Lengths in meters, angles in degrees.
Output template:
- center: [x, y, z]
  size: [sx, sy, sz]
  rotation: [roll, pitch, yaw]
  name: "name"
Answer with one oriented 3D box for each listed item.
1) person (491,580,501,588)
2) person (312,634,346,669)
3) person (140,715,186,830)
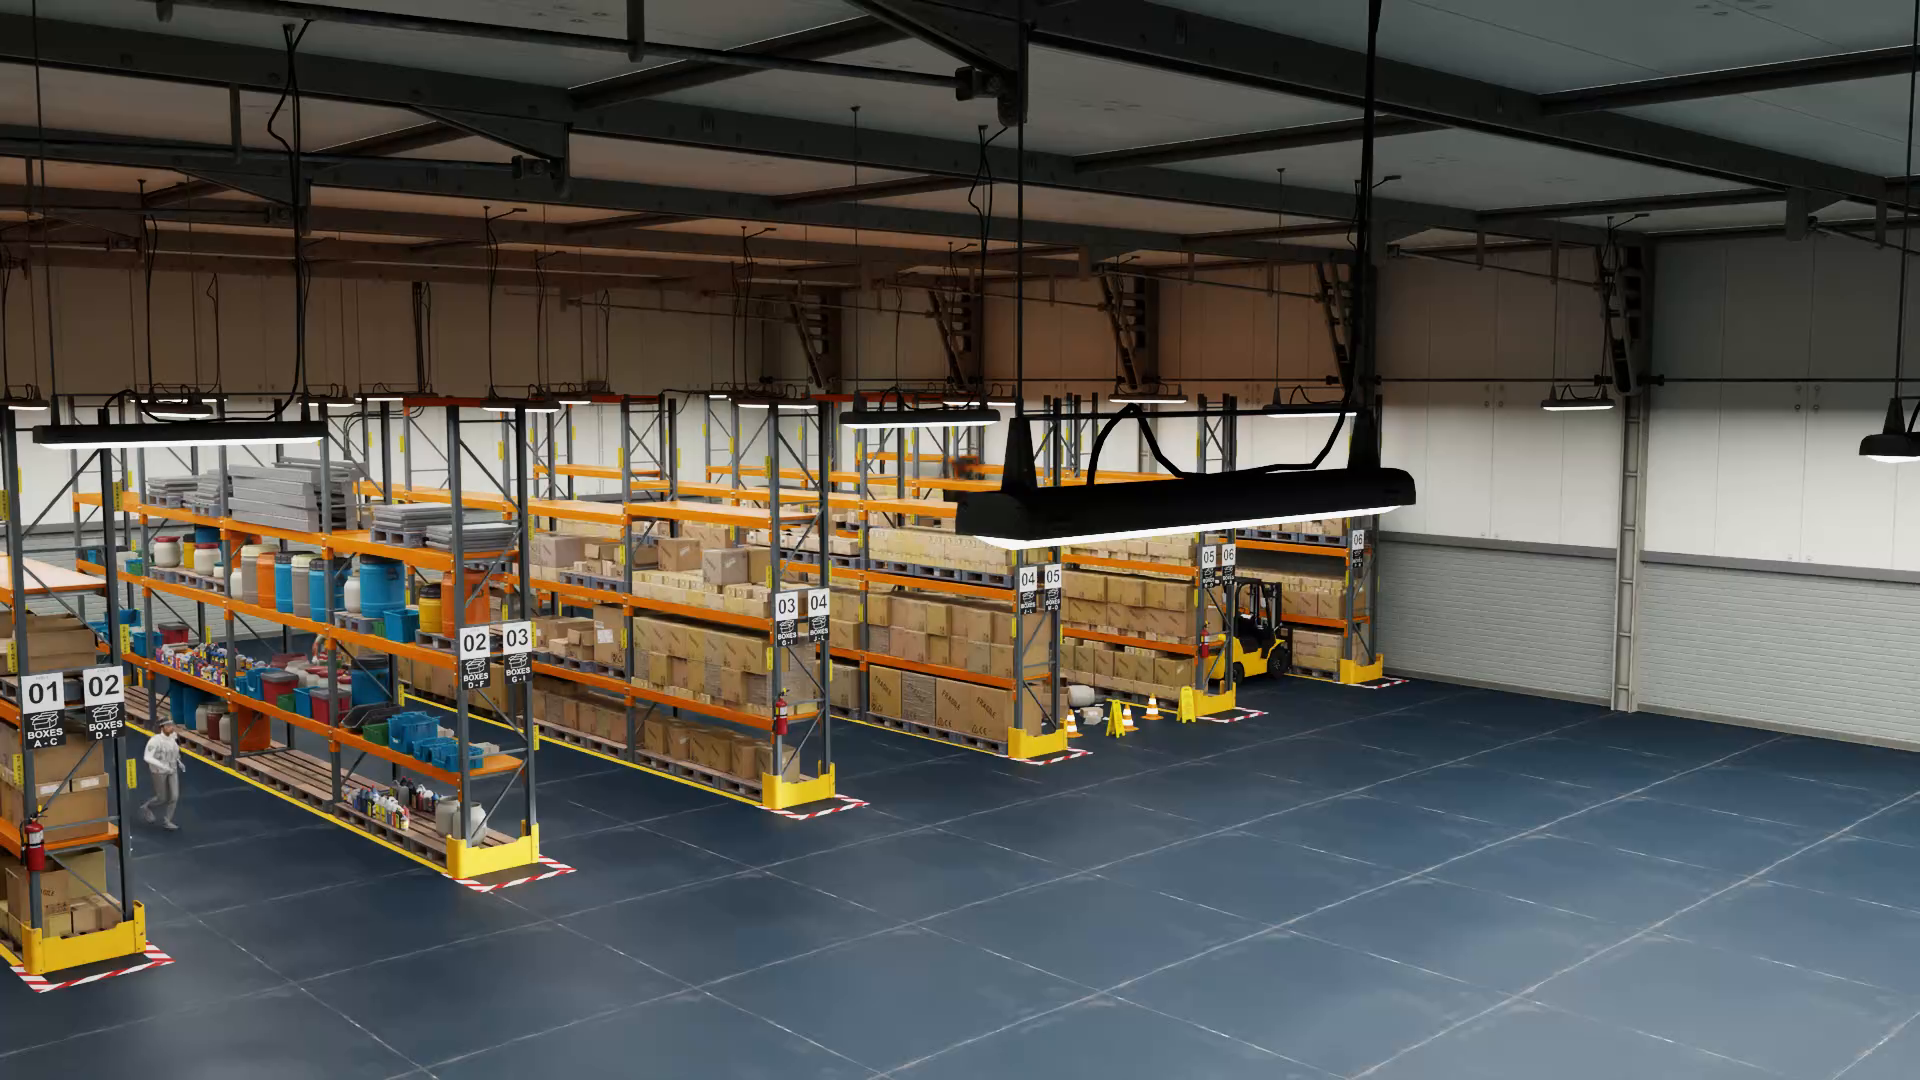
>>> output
- center: [-10.915, 1.707, 39.055]
  size: [0.671, 1.663, 0.882]
  rotation: [-1, 6, -14]
  name: "person"
- center: [-12.291, 2.353, 32.403]
  size: [0.705, 1.712, 0.669]
  rotation: [3, 6, 30]
  name: "person"
- center: [-11.267, 3.262, 23.465]
  size: [0.693, 1.640, 0.609]
  rotation: [3, 6, 29]
  name: "person"
